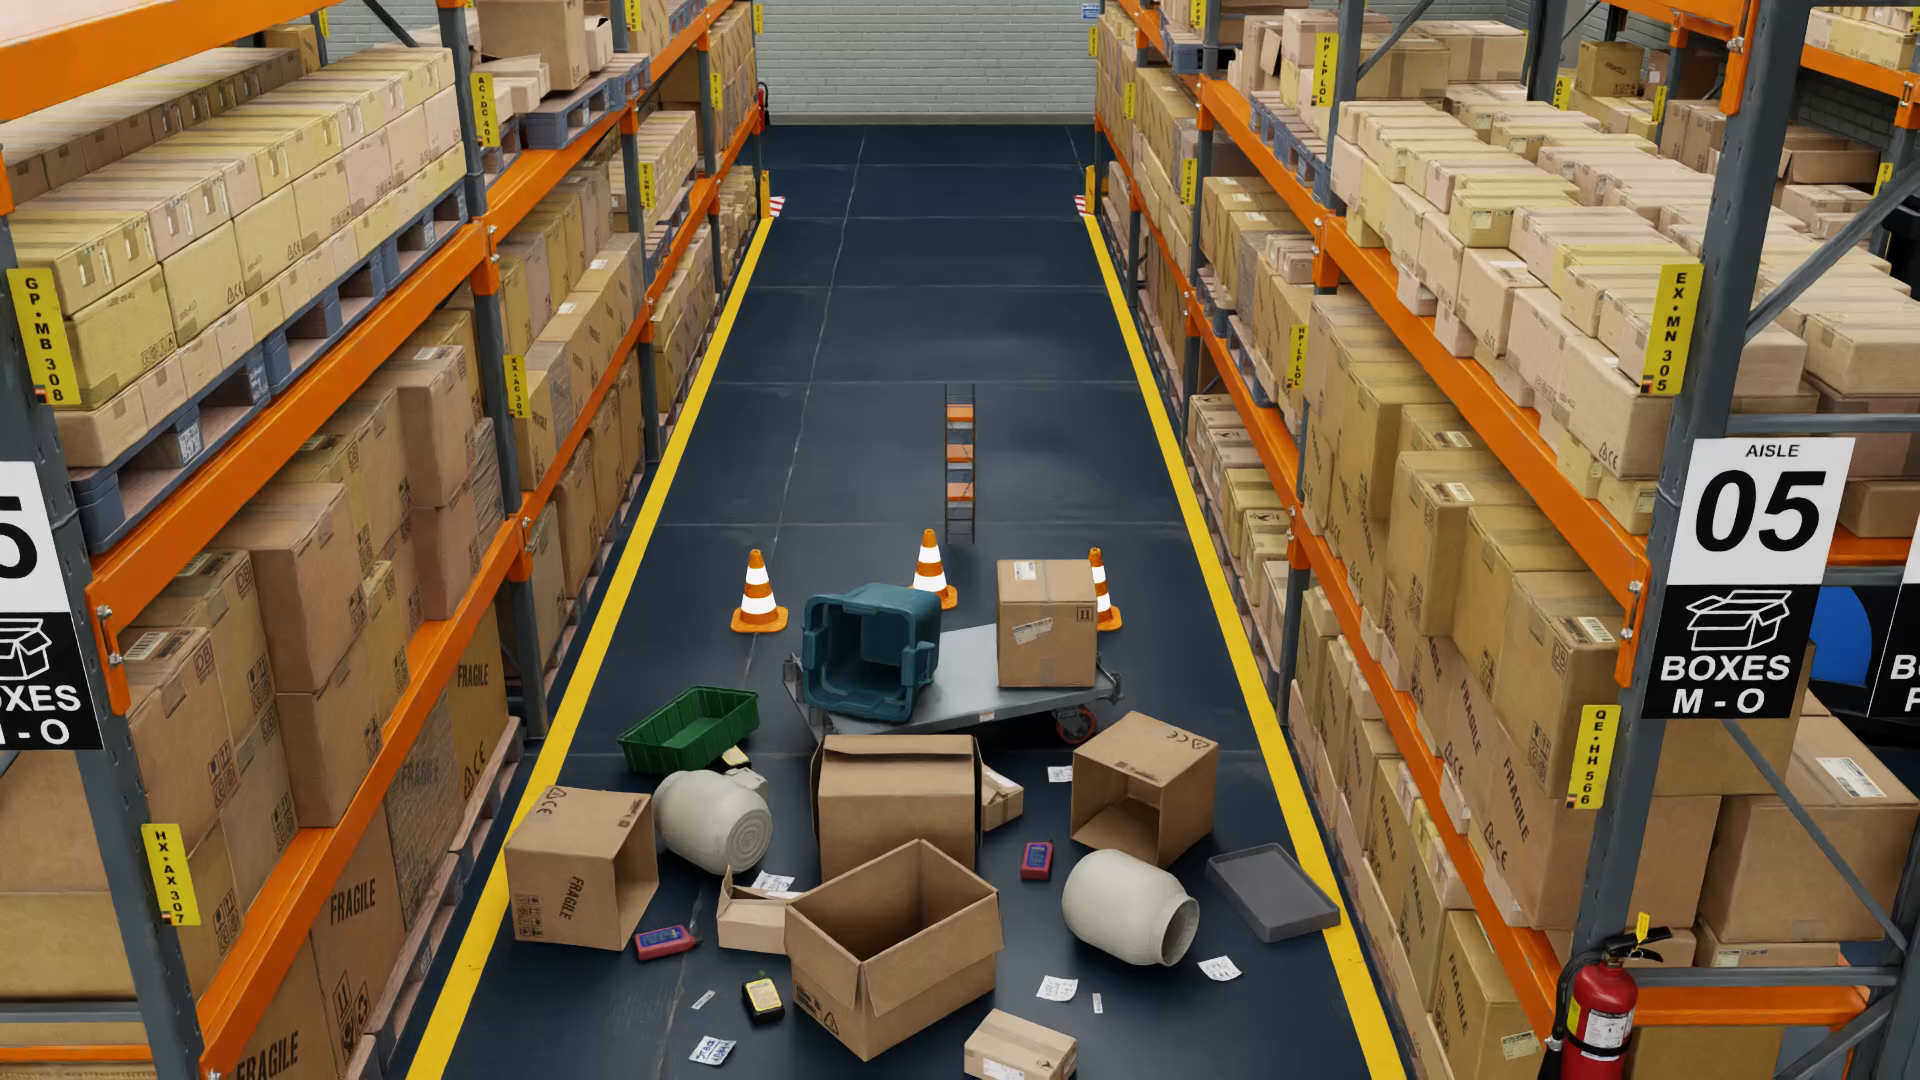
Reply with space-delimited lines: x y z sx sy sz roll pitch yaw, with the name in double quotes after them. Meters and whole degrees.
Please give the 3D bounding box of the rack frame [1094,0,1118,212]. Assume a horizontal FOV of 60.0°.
2.099 -5.325 19.383 1.000 3.000 0.127 0 24 -1 "rack frame"

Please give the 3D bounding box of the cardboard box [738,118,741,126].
-2.581 -4.594 18.072 0.380 0.149 0.250 -1 24 -3 "cardboard box"

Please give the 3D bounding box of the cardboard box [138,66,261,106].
-3.048 -1.808 6.673 0.380 0.149 0.250 0 24 -1 "cardboard box"

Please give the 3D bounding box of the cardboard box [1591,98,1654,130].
6.844 -4.388 17.134 0.500 0.250 0.500 0 24 -1 "cardboard box"

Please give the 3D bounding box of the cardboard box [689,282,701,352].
-2.539 -1.938 14.420 0.500 0.500 0.500 -1 24 -2 "cardboard box"

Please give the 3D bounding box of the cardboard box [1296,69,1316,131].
2.078 -2.318 8.768 0.500 0.250 0.500 0 24 0 "cardboard box"

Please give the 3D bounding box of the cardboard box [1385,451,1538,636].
1.943 0.004 5.906 0.700 0.500 0.500 -1 24 -1 "cardboard box"

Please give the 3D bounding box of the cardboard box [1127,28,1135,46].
1.874 -5.018 16.583 0.380 0.149 0.250 0 24 -1 "cardboard box"

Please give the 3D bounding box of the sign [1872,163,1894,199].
6.607 -2.537 11.911 0.100 0.325 0.005 0 24 -1 "sign"

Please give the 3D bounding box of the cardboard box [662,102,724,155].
-2.559 -3.999 15.969 0.500 0.500 0.500 -1 24 -2 "cardboard box"

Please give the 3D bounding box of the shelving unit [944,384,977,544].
-0.001 -0.500 11.082 0.215 1.050 0.252 0 24 -1 "shelving unit"

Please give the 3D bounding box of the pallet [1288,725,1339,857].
2.273 1.167 8.413 1.003 0.211 1.213 0 24 -1 "pallet"

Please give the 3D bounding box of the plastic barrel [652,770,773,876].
-1.172 1.318 7.822 0.512 0.421 0.421 19 30 35 "plastic barrel"

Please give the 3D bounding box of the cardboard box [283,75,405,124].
-2.389 -1.709 6.454 0.380 0.149 0.250 0 24 0 "cardboard box"

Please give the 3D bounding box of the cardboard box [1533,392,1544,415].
2.050 -0.446 5.262 0.380 0.149 0.250 0 24 0 "cardboard box"

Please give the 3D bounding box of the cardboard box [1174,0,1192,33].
1.986 -4.039 12.269 0.700 0.500 0.500 -1 24 -3 "cardboard box"

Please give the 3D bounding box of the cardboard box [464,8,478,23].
-2.974 -3.228 10.585 0.500 0.311 0.500 0 24 0 "cardboard box"

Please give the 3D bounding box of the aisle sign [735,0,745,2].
-2.550 -6.477 18.776 0.394 0.787 0.004 0 24 -1 "aisle sign"

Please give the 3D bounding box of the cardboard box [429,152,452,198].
-2.392 -1.553 7.077 0.380 0.149 0.250 0 24 0 "cardboard box"

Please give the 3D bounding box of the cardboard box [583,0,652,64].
-2.502 -3.613 11.837 0.500 0.500 0.500 0 24 -1 "cardboard box"

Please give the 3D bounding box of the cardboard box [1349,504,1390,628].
1.977 0.035 7.050 0.500 0.500 0.500 0 24 -1 "cardboard box"

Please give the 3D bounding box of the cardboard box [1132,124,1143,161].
1.866 -3.653 15.263 0.500 0.250 0.500 -1 24 -2 "cardboard box"

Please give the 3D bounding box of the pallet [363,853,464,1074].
-2.772 1.772 7.076 1.003 0.211 1.213 0 24 -1 "pallet"

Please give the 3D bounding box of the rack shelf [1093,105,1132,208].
2.121 -4.173 17.709 1.077 0.370 4.000 0 24 -1 "rack shelf"

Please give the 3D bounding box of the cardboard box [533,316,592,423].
-2.464 -0.994 9.686 0.500 0.500 0.500 0 24 -1 "cardboard box"

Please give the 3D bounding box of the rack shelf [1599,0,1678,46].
7.084 -5.563 17.144 1.077 0.370 4.000 0 24 -1 "rack shelf"

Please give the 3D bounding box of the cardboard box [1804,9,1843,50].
6.889 -3.974 12.939 0.500 0.250 0.500 0 24 -1 "cardboard box"

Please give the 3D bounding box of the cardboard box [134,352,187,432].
-2.362 -0.405 4.539 0.380 0.149 0.250 0 24 0 "cardboard box"

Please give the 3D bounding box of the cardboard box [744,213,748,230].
-2.533 -3.516 18.334 0.380 0.149 0.250 -1 24 -3 "cardboard box"

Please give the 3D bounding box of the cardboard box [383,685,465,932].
-2.768 1.092 7.265 0.875 0.875 0.875 0 24 0 "cardboard box"

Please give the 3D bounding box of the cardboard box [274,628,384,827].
-2.633 0.653 5.984 0.875 0.550 0.550 0 24 -1 "cardboard box"

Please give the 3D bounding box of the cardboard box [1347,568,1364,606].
1.969 0.181 7.515 0.380 0.149 0.250 0 24 1 "cardboard box"

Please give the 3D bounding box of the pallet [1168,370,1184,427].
2.253 -1.083 13.388 1.003 0.211 1.213 0 24 -1 "pallet"

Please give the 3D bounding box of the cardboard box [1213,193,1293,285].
1.973 -2.000 11.039 0.500 0.500 0.500 1 24 2 "cardboard box"

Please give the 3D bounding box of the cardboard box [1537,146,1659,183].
2.479 -1.437 6.484 0.380 0.149 0.250 -1 24 -2 "cardboard box"

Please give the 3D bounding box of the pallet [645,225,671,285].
-2.877 -2.170 12.641 1.213 0.211 1.003 0 24 -1 "pallet"

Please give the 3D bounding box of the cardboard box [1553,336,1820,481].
1.999 -0.375 4.621 0.500 0.250 0.500 -1 24 -1 "cardboard box"

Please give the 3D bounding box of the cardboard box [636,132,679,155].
-2.599 -3.369 14.133 0.380 0.149 0.250 -1 24 -2 "cardboard box"

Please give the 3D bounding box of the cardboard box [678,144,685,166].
-2.593 -3.338 14.426 0.380 0.149 0.250 -1 24 -2 "cardboard box"

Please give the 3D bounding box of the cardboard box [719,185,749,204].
-2.517 -3.780 18.196 0.380 0.149 0.250 1 24 1 "cardboard box"

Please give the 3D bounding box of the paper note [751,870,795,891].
-0.874 1.592 7.703 0.172 0.023 0.155 8 26 18 "paper note"

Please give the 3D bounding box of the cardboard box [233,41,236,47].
-8.070 -5.284 18.204 0.500 0.500 0.500 -1 24 -2 "cardboard box"

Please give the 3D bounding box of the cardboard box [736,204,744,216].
-2.548 -3.539 18.025 0.380 0.149 0.250 1 24 2 "cardboard box"

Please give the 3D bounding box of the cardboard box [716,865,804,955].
-0.858 1.630 7.325 0.396 0.266 0.258 4 25 9 "cardboard box"

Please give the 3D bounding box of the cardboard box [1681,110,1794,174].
6.893 -3.524 14.770 0.700 0.500 0.500 0 24 0 "cardboard box"

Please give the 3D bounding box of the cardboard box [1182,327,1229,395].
2.262 -1.537 13.076 0.875 0.875 0.875 0 24 -1 "cardboard box"

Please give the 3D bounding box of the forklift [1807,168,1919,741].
5.388 -0.399 8.576 3.031 2.935 1.130 10 26 21 "forklift"

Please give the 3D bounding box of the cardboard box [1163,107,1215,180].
1.907 -3.157 13.256 0.500 0.500 0.500 0 24 -1 "cardboard box"

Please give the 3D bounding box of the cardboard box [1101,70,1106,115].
1.851 -4.963 18.462 0.500 0.500 0.500 -1 24 -1 "cardboard box"

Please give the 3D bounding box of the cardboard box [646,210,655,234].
-2.572 -2.448 12.818 0.380 0.149 0.250 1 24 2 "cardboard box"

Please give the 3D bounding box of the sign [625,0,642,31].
-2.207 -3.602 11.210 0.100 0.325 0.005 0 24 -1 "sign"

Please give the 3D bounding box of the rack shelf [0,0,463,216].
-2.697 -1.715 5.481 1.077 0.370 4.000 0 24 -1 "rack shelf"

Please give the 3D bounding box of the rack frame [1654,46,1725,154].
7.106 -3.700 15.792 1.000 3.000 0.127 0 24 -1 "rack frame"

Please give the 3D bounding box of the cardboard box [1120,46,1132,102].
1.864 -4.580 16.402 0.500 0.500 0.500 -1 24 -1 "cardboard box"

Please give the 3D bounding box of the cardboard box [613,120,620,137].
-3.252 -3.681 14.823 0.380 0.149 0.250 0 24 1 "cardboard box"

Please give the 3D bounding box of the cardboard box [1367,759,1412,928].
1.997 1.236 6.794 0.500 0.500 0.500 -1 24 -2 "cardboard box"

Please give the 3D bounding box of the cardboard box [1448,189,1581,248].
1.924 -1.117 5.777 0.380 0.149 0.250 0 24 1 "cardboard box"
